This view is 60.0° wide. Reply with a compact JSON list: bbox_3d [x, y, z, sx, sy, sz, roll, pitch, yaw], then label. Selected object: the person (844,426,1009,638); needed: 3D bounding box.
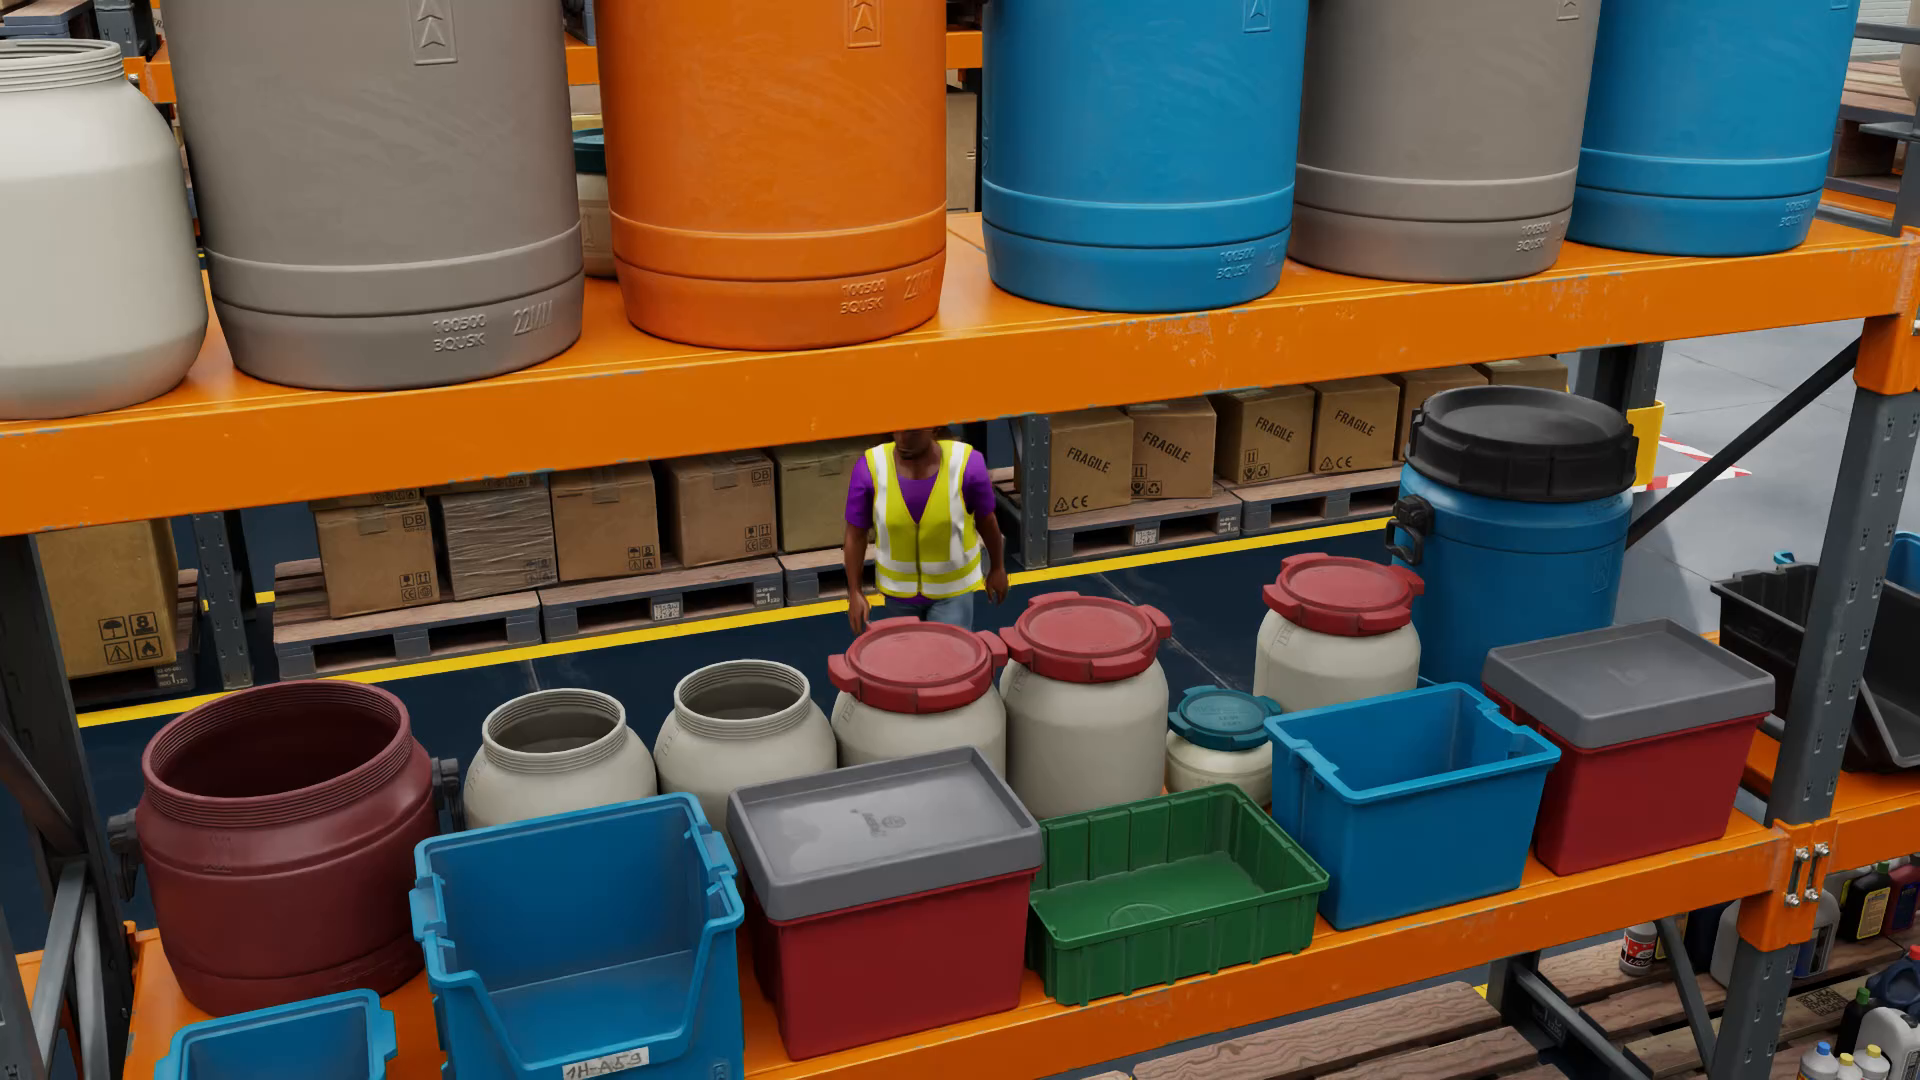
[{"bbox_3d":[-0.153,0.186,6.573,0.609,1.703,0.984,5,23,11],"label":"person"}]
